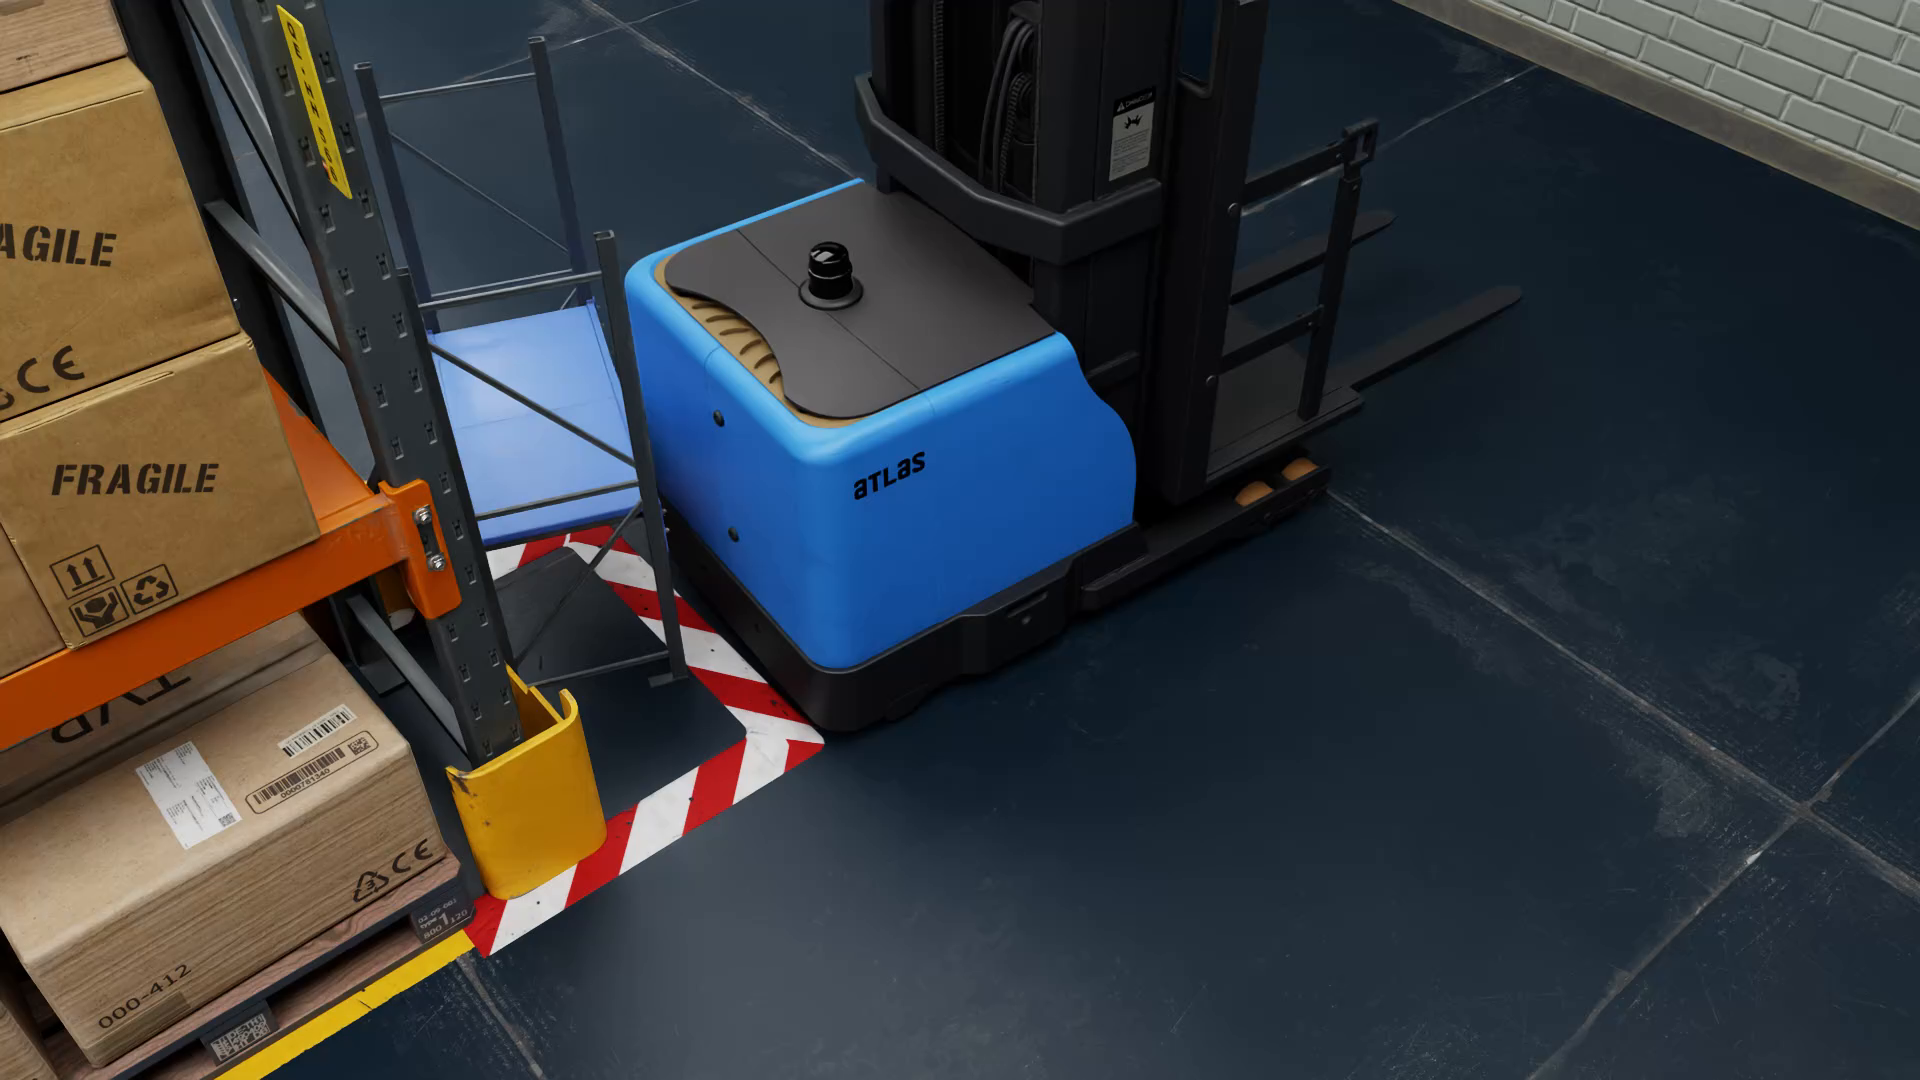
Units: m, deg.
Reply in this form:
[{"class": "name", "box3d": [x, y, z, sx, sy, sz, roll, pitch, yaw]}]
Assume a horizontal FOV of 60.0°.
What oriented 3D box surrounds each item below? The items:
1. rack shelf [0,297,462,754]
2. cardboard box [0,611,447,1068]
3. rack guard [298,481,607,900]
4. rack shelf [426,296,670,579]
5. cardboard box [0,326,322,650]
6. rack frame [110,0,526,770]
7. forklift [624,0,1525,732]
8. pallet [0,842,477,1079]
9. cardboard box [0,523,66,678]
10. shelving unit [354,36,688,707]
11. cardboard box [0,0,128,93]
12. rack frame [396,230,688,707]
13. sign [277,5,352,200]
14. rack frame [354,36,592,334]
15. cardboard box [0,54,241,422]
[{"class": "rack shelf", "box3d": [-2.969, 0.618, 2.926, 4.000, 0.370, 1.077, -30, 51, -28]}, {"class": "cardboard box", "box3d": [-1.877, 0.601, 3.984, 0.875, 0.438, 0.875, -32, 52, -29]}, {"class": "rack guard", "box3d": [-1.416, 0.378, 4.482, 0.348, 0.500, 1.175, -30, 51, -28]}, {"class": "rack shelf", "box3d": [-1.196, -0.297, 4.734, 0.538, 0.185, 1.000, -13, 45, -14]}, {"class": "cardboard box", "box3d": [-1.635, -0.208, 3.208, 0.500, 0.500, 0.500, -30, 51, -28]}, {"class": "rack frame", "box3d": [-1.435, -0.523, 3.615, 0.127, 3.000, 1.000, -30, 51, -28]}, {"class": "forklift", "box3d": [0.569, -1.356, 4.553, 3.031, 2.935, 1.130, -26, 49, -25]}, {"class": "pallet", "box3d": [-1.998, 0.886, 4.152, 1.213, 0.211, 1.003, -30, 51, -28]}, {"class": "cardboard box", "box3d": [-2.030, 0.004, 2.981, 0.500, 0.500, 0.500, -31, 51, -29]}, {"class": "shelving unit", "box3d": [-1.196, -0.429, 4.611, 0.538, 1.500, 1.048, -13, 45, -14]}, {"class": "cardboard box", "box3d": [-1.582, -0.897, 2.737, 0.250, 0.149, 0.380, -29, 50, -27]}, {"class": "rack frame", "box3d": [-1.029, -0.100, 4.261, 0.500, 1.500, 0.032, -13, 45, -14]}, {"class": "sign", "box3d": [-1.097, -0.740, 2.828, 0.005, 0.325, 0.100, -30, 51, -28]}, {"class": "rack frame", "box3d": [-1.363, -0.757, 4.961, 0.500, 1.500, 0.032, -13, 45, -14]}, {"class": "cardboard box", "box3d": [-1.652, -0.587, 2.880, 0.500, 0.500, 0.500, -28, 50, -27]}]
